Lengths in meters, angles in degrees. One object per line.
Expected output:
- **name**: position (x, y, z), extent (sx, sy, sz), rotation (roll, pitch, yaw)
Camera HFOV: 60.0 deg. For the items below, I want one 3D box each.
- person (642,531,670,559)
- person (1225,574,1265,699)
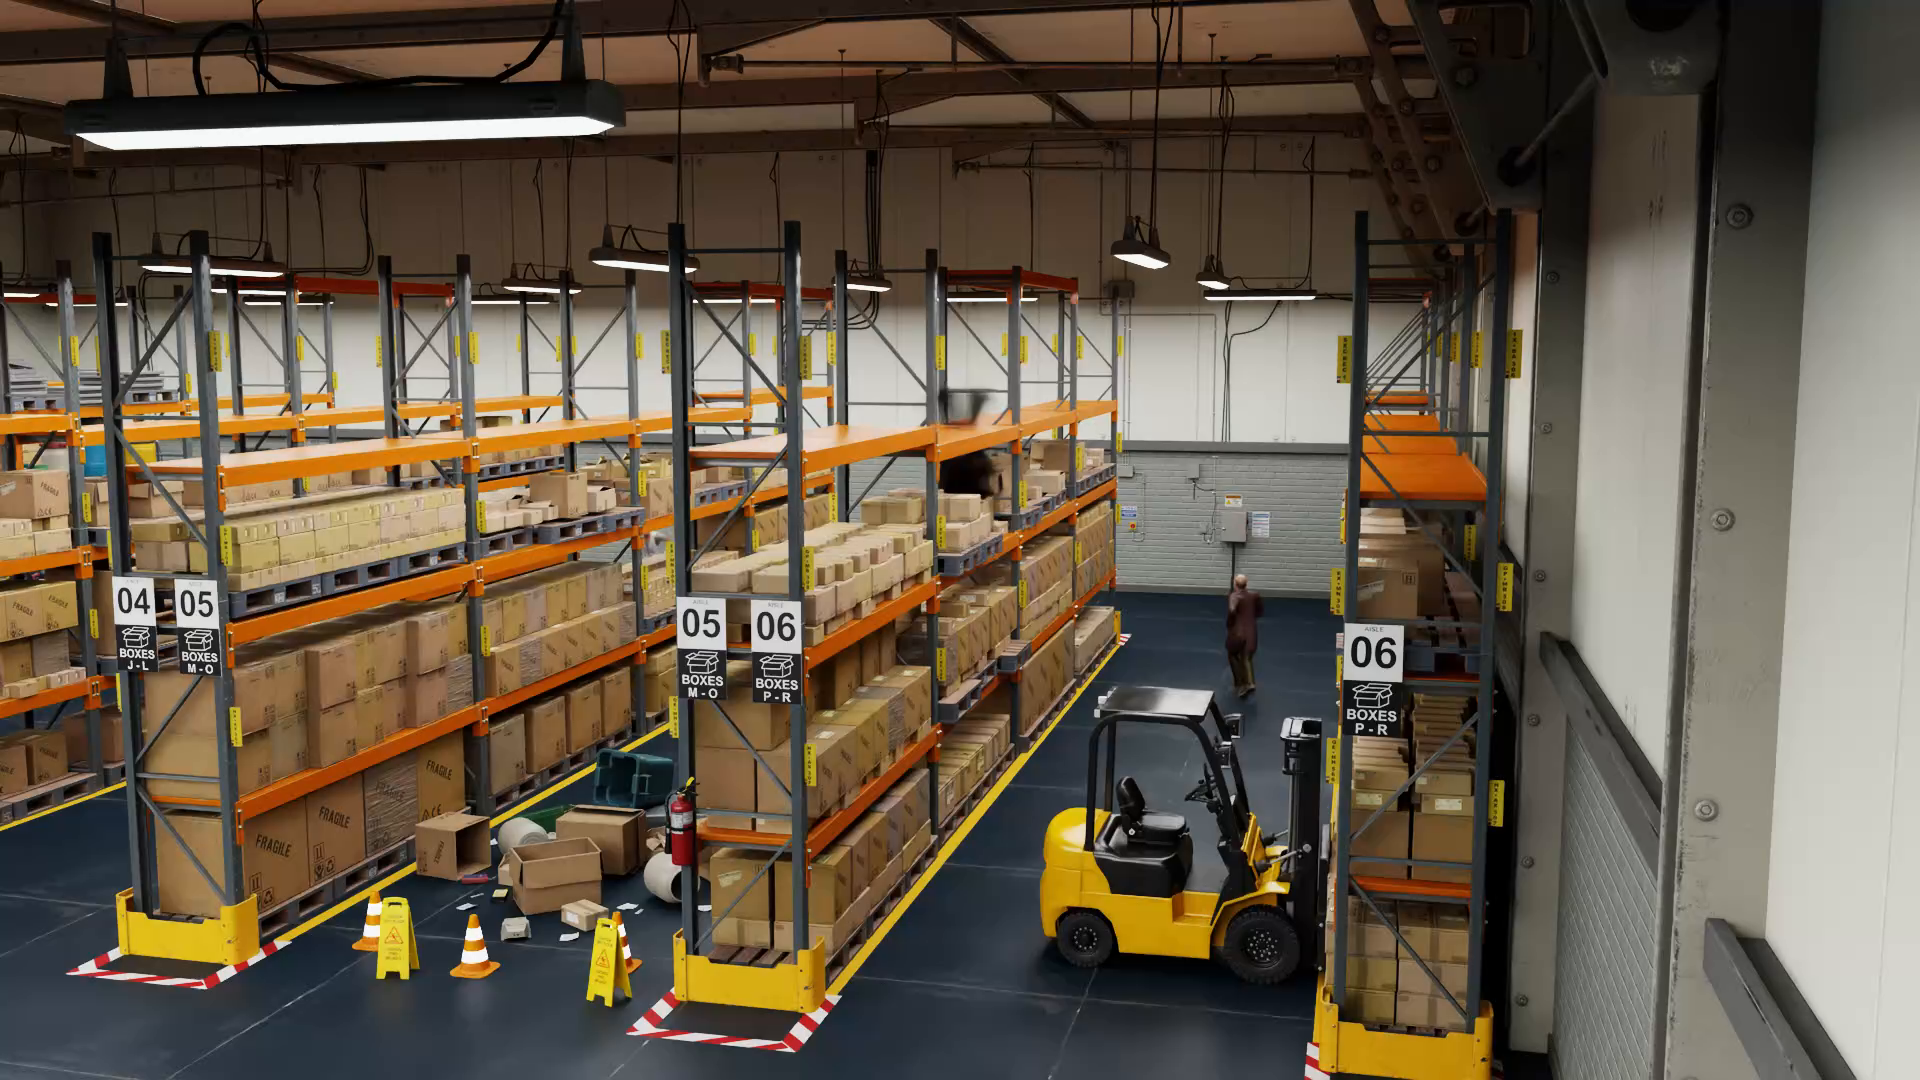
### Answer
- **person**: position (-6.047, 0.403, 32.691), extent (0.683, 1.587, 0.838), rotation (1, 7, 8)
- **person**: position (4.113, 1.387, 23.850), extent (0.669, 1.753, 0.918), rotation (-1, 7, -12)
